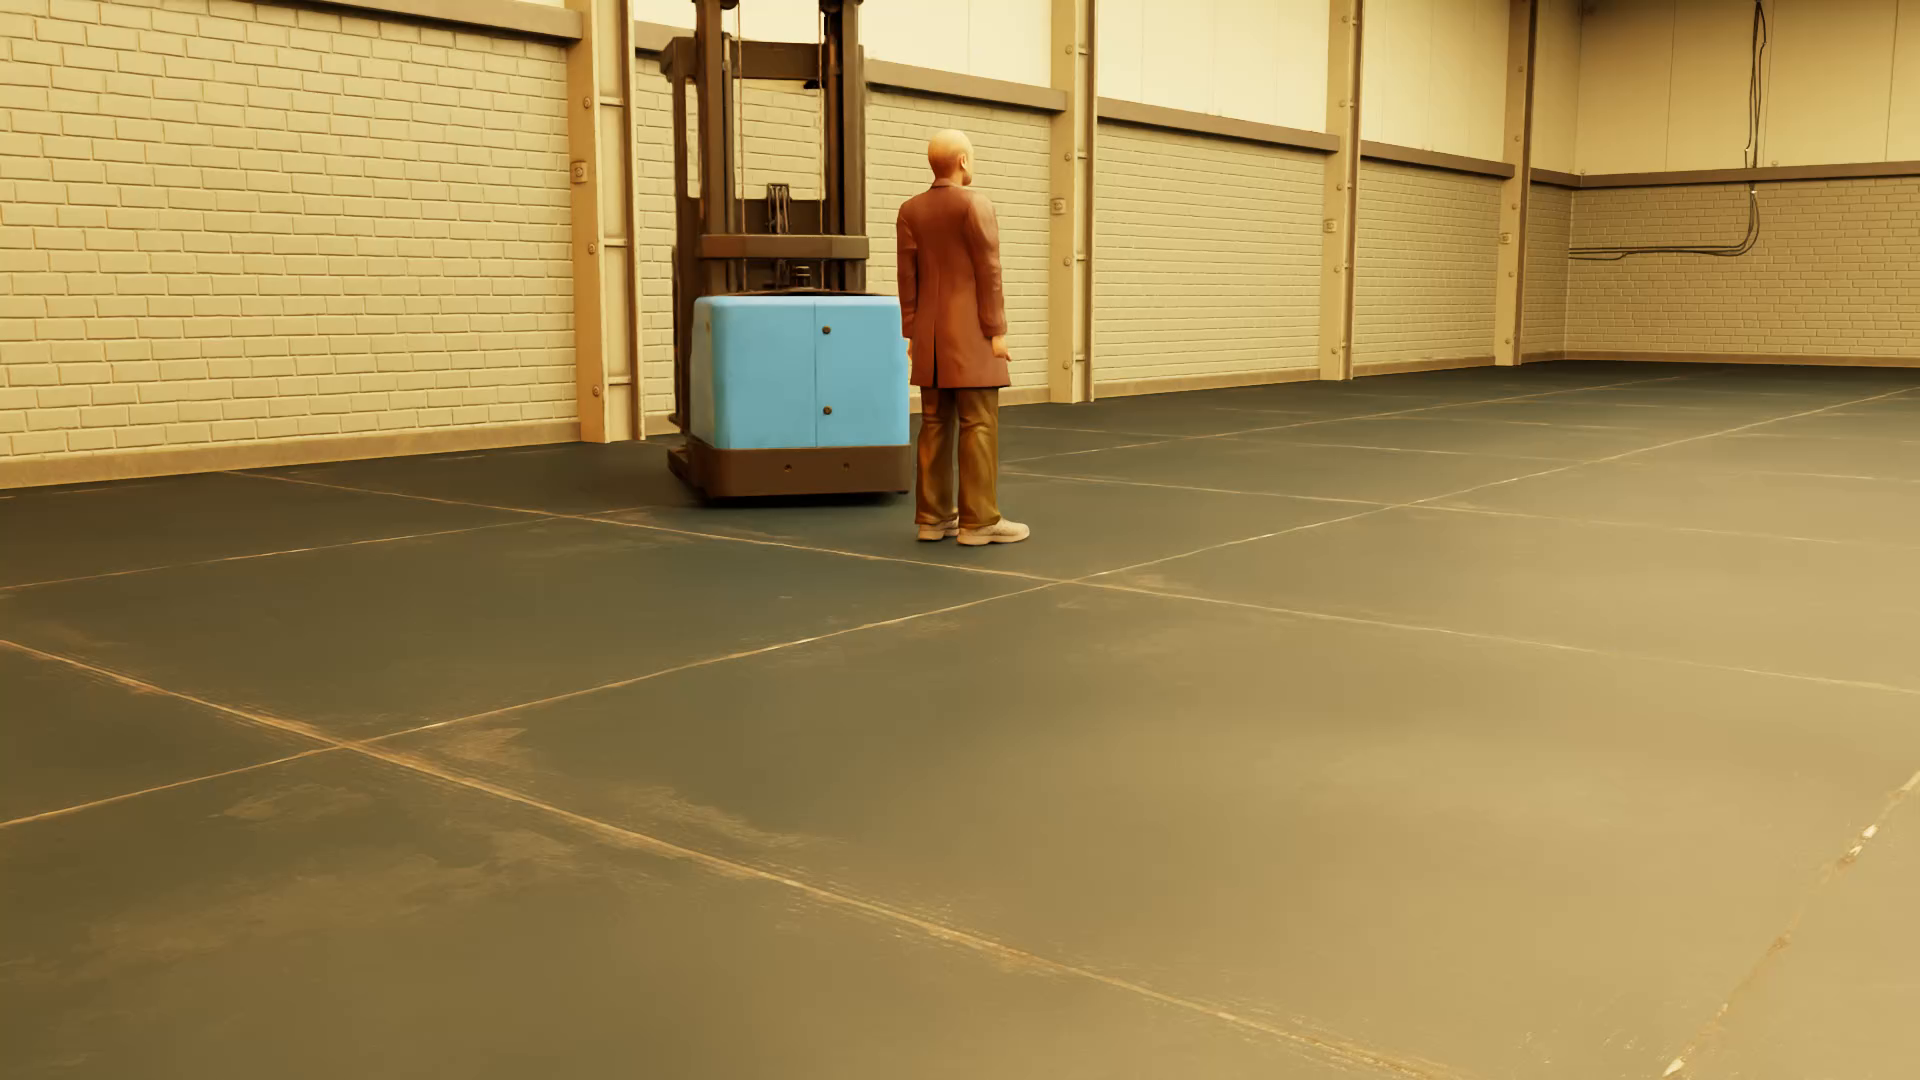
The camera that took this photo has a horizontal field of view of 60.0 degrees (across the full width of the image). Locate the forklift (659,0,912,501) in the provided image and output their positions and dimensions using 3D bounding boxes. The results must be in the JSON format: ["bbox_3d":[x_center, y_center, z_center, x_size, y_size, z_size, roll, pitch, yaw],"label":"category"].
[{"bbox_3d":[-1.149,-1.825,9.756,1.130,2.935,3.031,-2,9,-16],"label":"forklift"}]

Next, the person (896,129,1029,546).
[{"bbox_3d":[0.004,-0.885,7.298,0.551,1.782,0.390,7,11,38],"label":"person"}]
